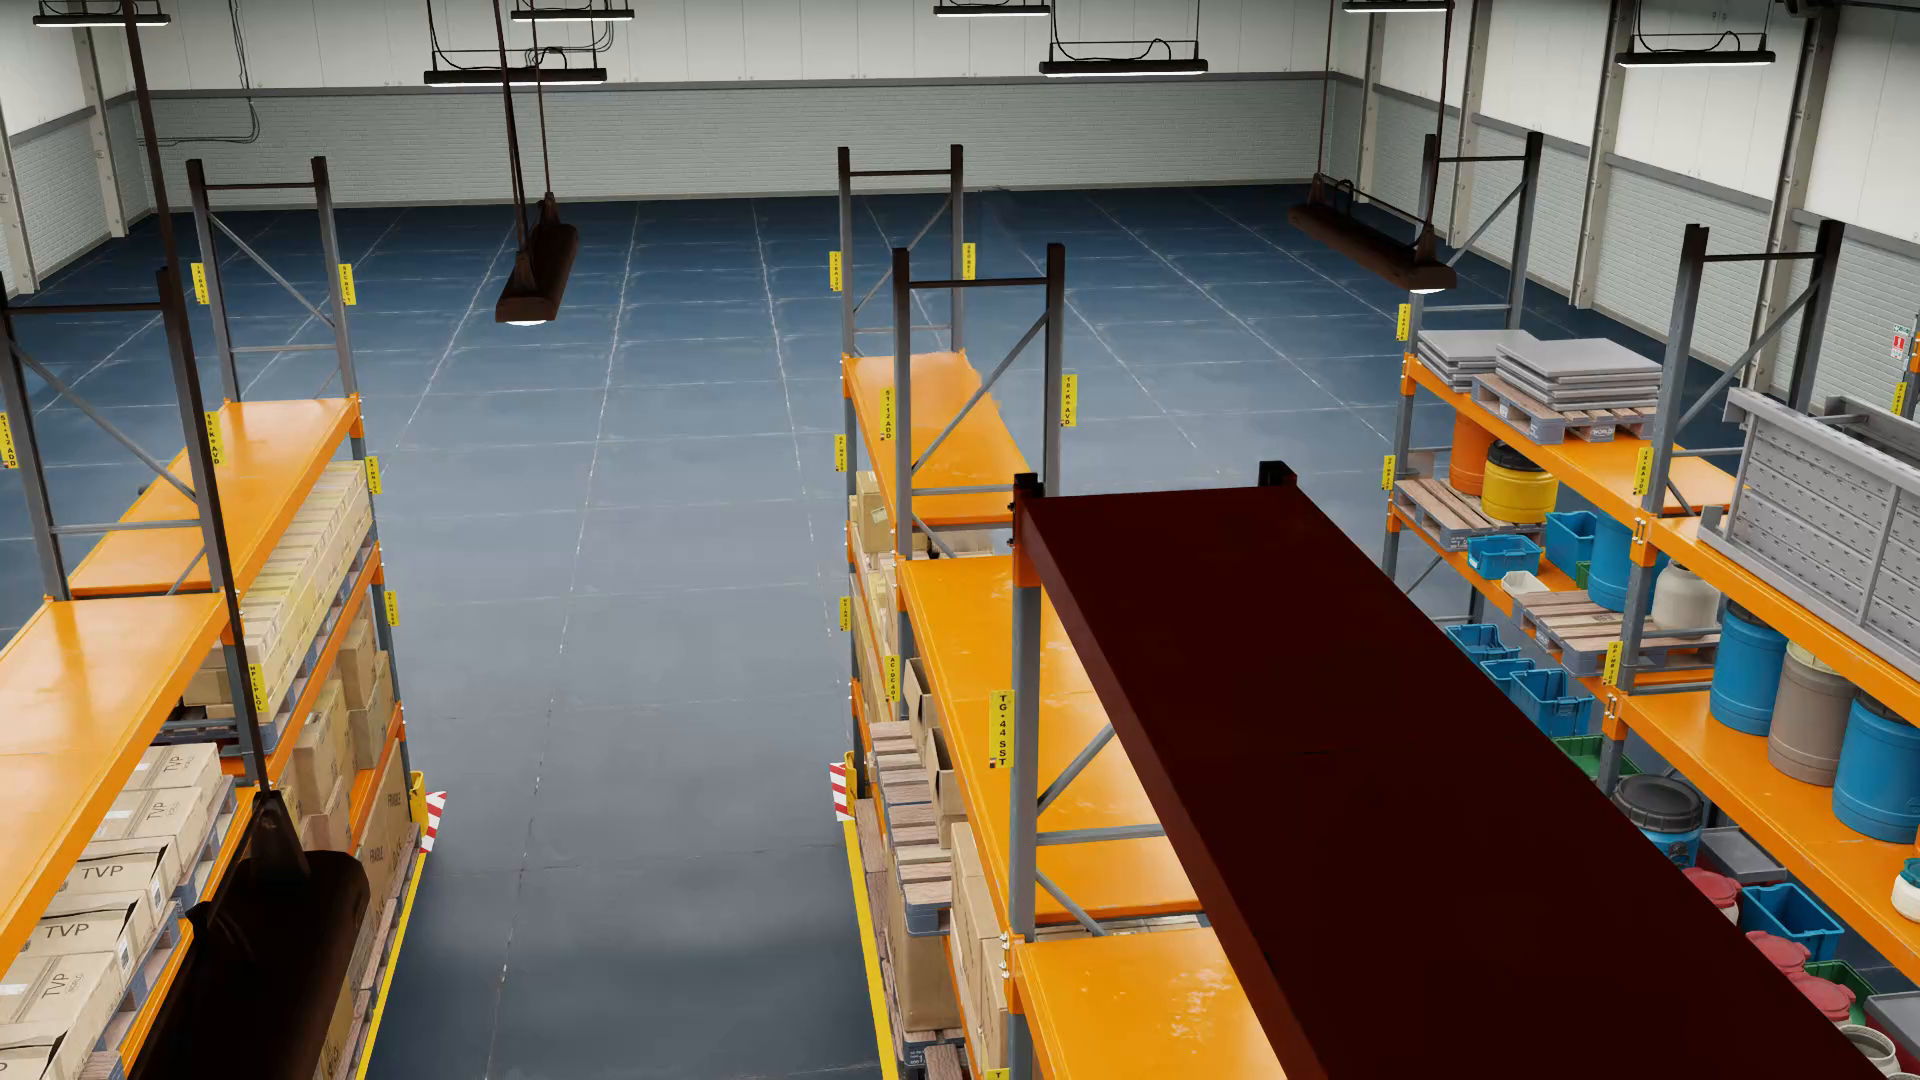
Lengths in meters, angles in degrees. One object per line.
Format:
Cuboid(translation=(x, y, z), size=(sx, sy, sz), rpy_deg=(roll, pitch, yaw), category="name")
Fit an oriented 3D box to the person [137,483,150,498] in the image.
Cuboid(translation=(-9.173, 0.168, 19.042), size=(0.878, 1.701, 0.608), rpy_deg=(16, 27, 35), category="person")
